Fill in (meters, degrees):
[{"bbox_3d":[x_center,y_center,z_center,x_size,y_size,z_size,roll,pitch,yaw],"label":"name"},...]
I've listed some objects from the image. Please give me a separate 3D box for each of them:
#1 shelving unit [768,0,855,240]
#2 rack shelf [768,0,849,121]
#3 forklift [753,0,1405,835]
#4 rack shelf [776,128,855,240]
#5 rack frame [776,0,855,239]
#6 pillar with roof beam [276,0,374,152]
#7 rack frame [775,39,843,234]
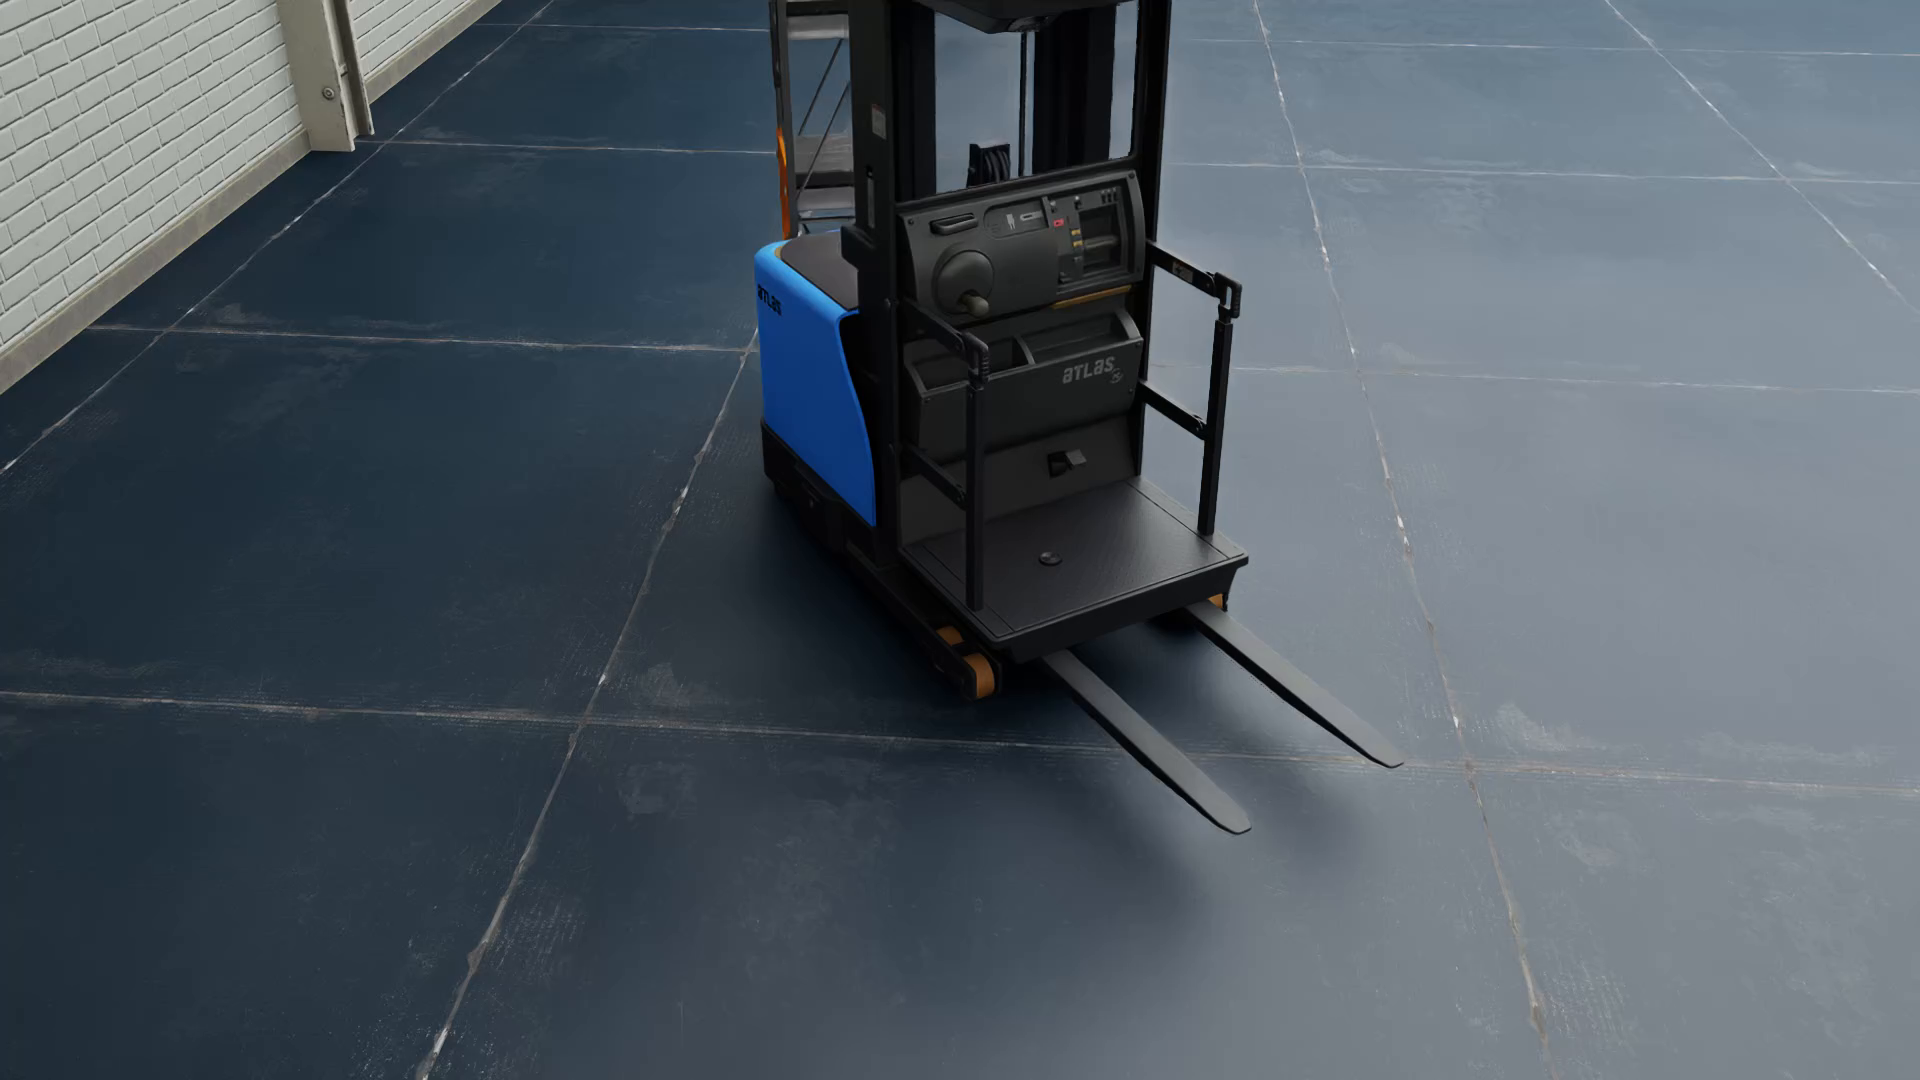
[{"bbox_3d":[-0.546,-1.457,7.109,0.431,2.100,0.503,-5,32,-8],"label":"shelving unit"},{"bbox_3d":[-0.549,-2.039,6.746,0.431,0.518,0.480,-5,32,-8],"label":"rack shelf"},{"bbox_3d":[0.341,-0.962,5.517,1.130,2.935,3.031,-17,36,-25],"label":"forklift"},{"bbox_3d":[-0.546,-1.445,7.116,0.431,0.518,0.480,-5,32,-8],"label":"rack shelf"},{"bbox_3d":[-0.506,-1.330,6.904,0.400,2.100,0.015,-5,32,-8],"label":"rack frame"},{"bbox_3d":[0.177,-6.298,8.392,9.100,9.000,0.400,2,32,4],"label":"pillar with roof beam"},{"bbox_3d":[-0.587,-1.584,7.313,0.400,2.100,0.015,-5,32,-8],"label":"rack frame"}]
